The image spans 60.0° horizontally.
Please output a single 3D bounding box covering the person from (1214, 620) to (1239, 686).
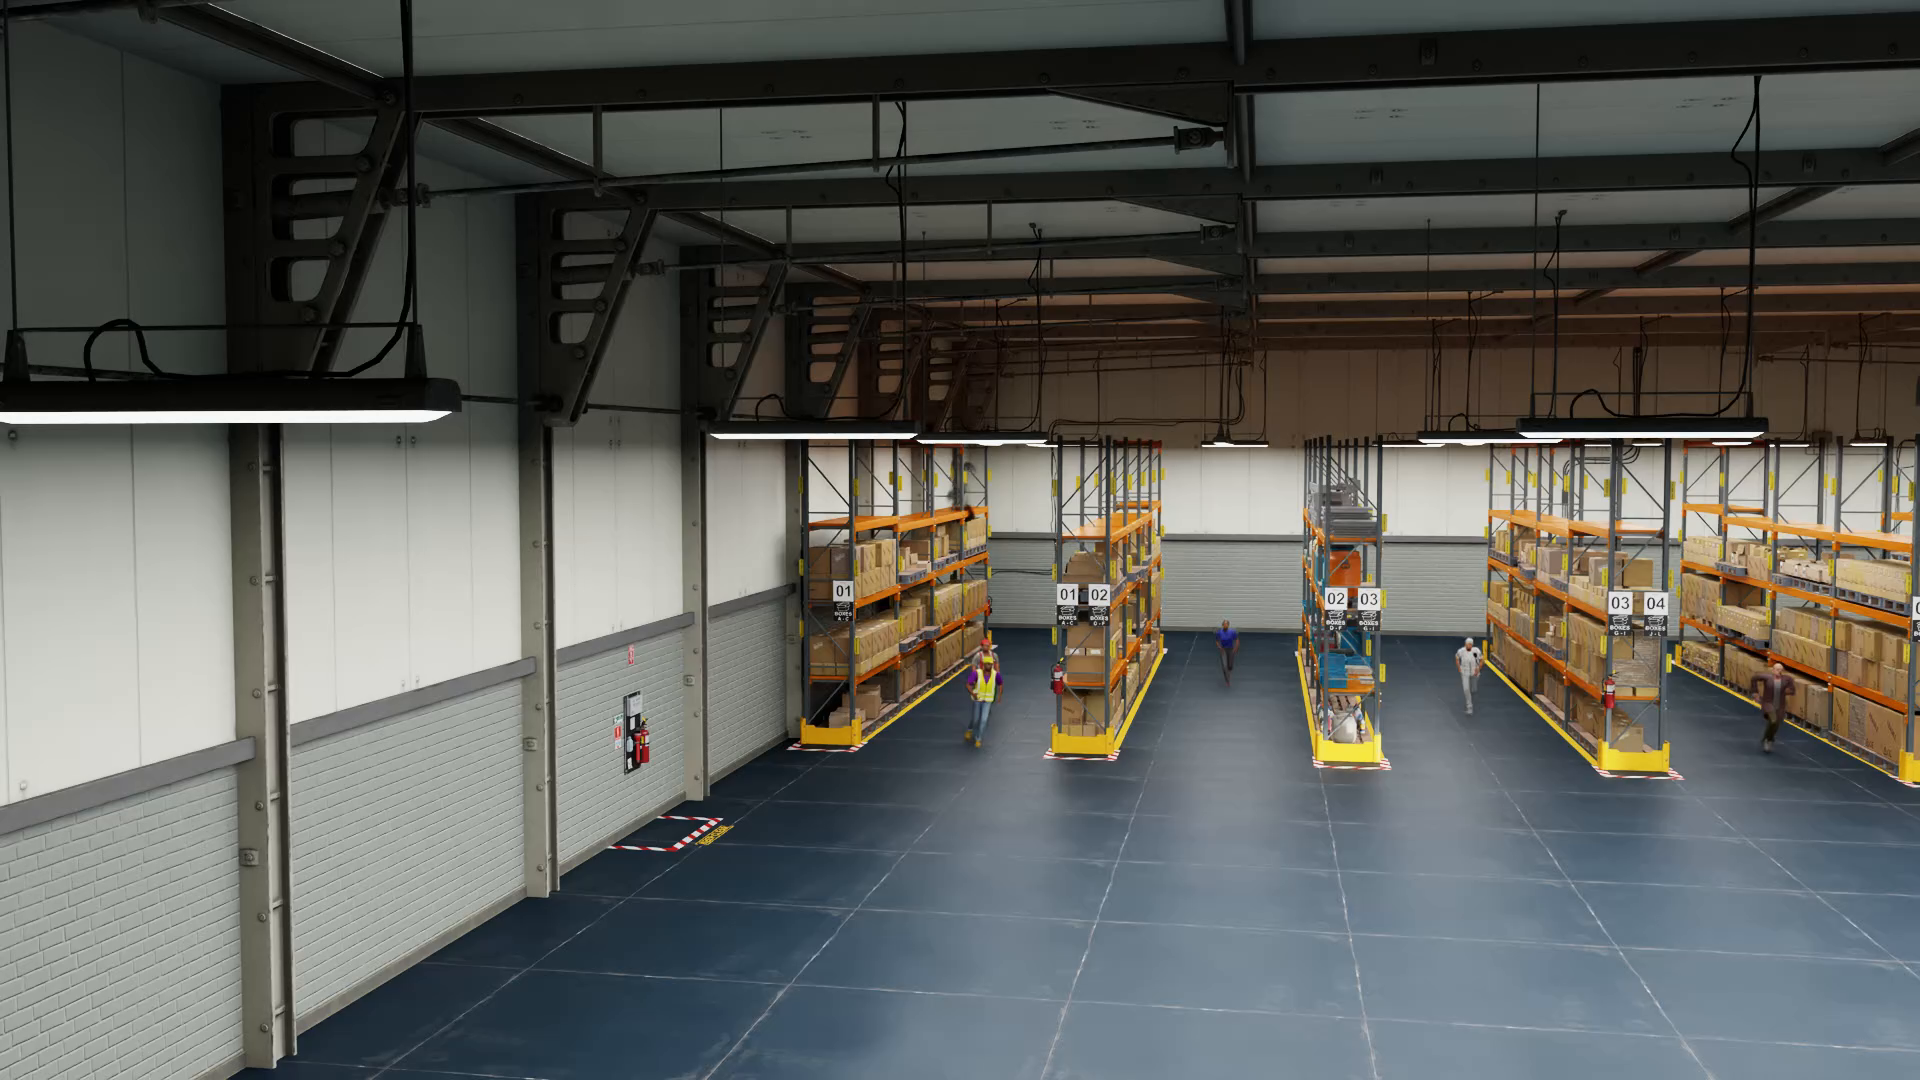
[{"bbox_3d":[6.511,2.750,40.624,0.594,1.629,0.700,0,3,5],"label":"person"}]

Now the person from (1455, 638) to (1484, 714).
[{"bbox_3d":[11.156,2.958,36.479,0.584,1.666,0.968,1,3,11],"label":"person"}]

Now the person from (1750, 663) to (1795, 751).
[{"bbox_3d":[15.324,3.152,31.344,0.690,1.706,0.951,0,3,4],"label":"person"}]

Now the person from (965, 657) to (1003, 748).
[{"bbox_3d":[0.479,3.122,32.363,0.760,1.741,0.758,-1,3,-11],"label":"person"}]

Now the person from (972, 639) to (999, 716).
[{"bbox_3d":[0.579,2.950,35.083,0.661,1.735,0.642,-1,3,-14],"label":"person"}]
